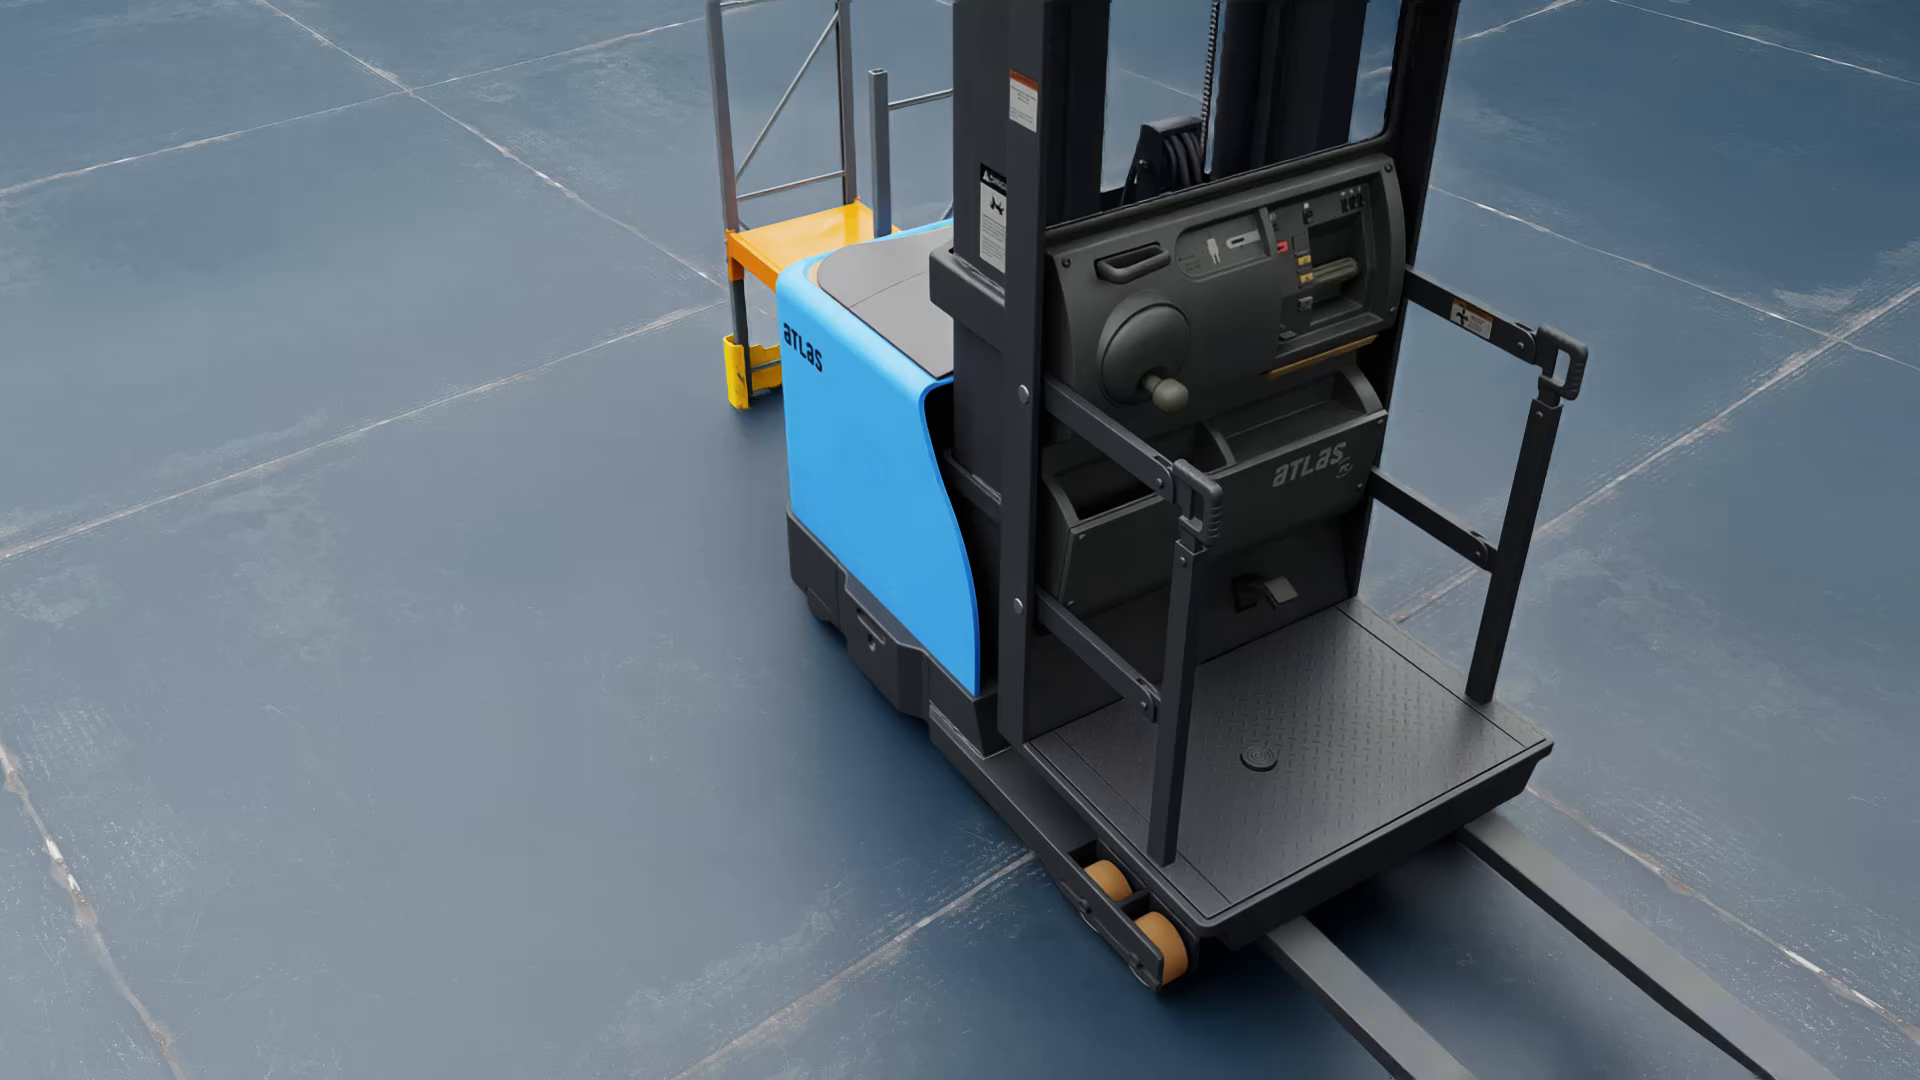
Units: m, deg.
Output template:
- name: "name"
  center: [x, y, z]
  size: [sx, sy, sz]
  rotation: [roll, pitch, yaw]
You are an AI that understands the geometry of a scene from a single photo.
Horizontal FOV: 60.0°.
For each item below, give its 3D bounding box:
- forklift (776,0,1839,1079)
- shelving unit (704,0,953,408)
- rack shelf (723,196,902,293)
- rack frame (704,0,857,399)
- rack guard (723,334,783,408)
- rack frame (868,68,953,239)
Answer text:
- name: "forklift"
  center: [0.711, -0.489, 3.405]
  size: [1.130, 2.935, 3.031]
  rotation: [-20, 40, -26]
- name: "shelving unit"
  center: [-0.296, -0.944, 5.286]
  size: [0.587, 1.500, 1.083]
  rotation: [-20, 40, -26]
- name: "rack shelf"
  center: [-0.301, -0.802, 5.396]
  size: [0.538, 0.185, 1.000]
  rotation: [-20, 40, -26]
- name: "rack frame"
  center: [-0.576, -1.196, 5.641]
  size: [0.500, 1.500, 0.032]
  rotation: [-20, 40, -26]
- name: "rack guard"
  center: [-0.566, -0.676, 5.989]
  size: [0.587, 0.250, 0.087]
  rotation: [-20, 40, -26]
- name: "rack frame"
  center: [-0.026, -0.702, 4.943]
  size: [0.500, 1.500, 0.032]
  rotation: [-20, 40, -26]
